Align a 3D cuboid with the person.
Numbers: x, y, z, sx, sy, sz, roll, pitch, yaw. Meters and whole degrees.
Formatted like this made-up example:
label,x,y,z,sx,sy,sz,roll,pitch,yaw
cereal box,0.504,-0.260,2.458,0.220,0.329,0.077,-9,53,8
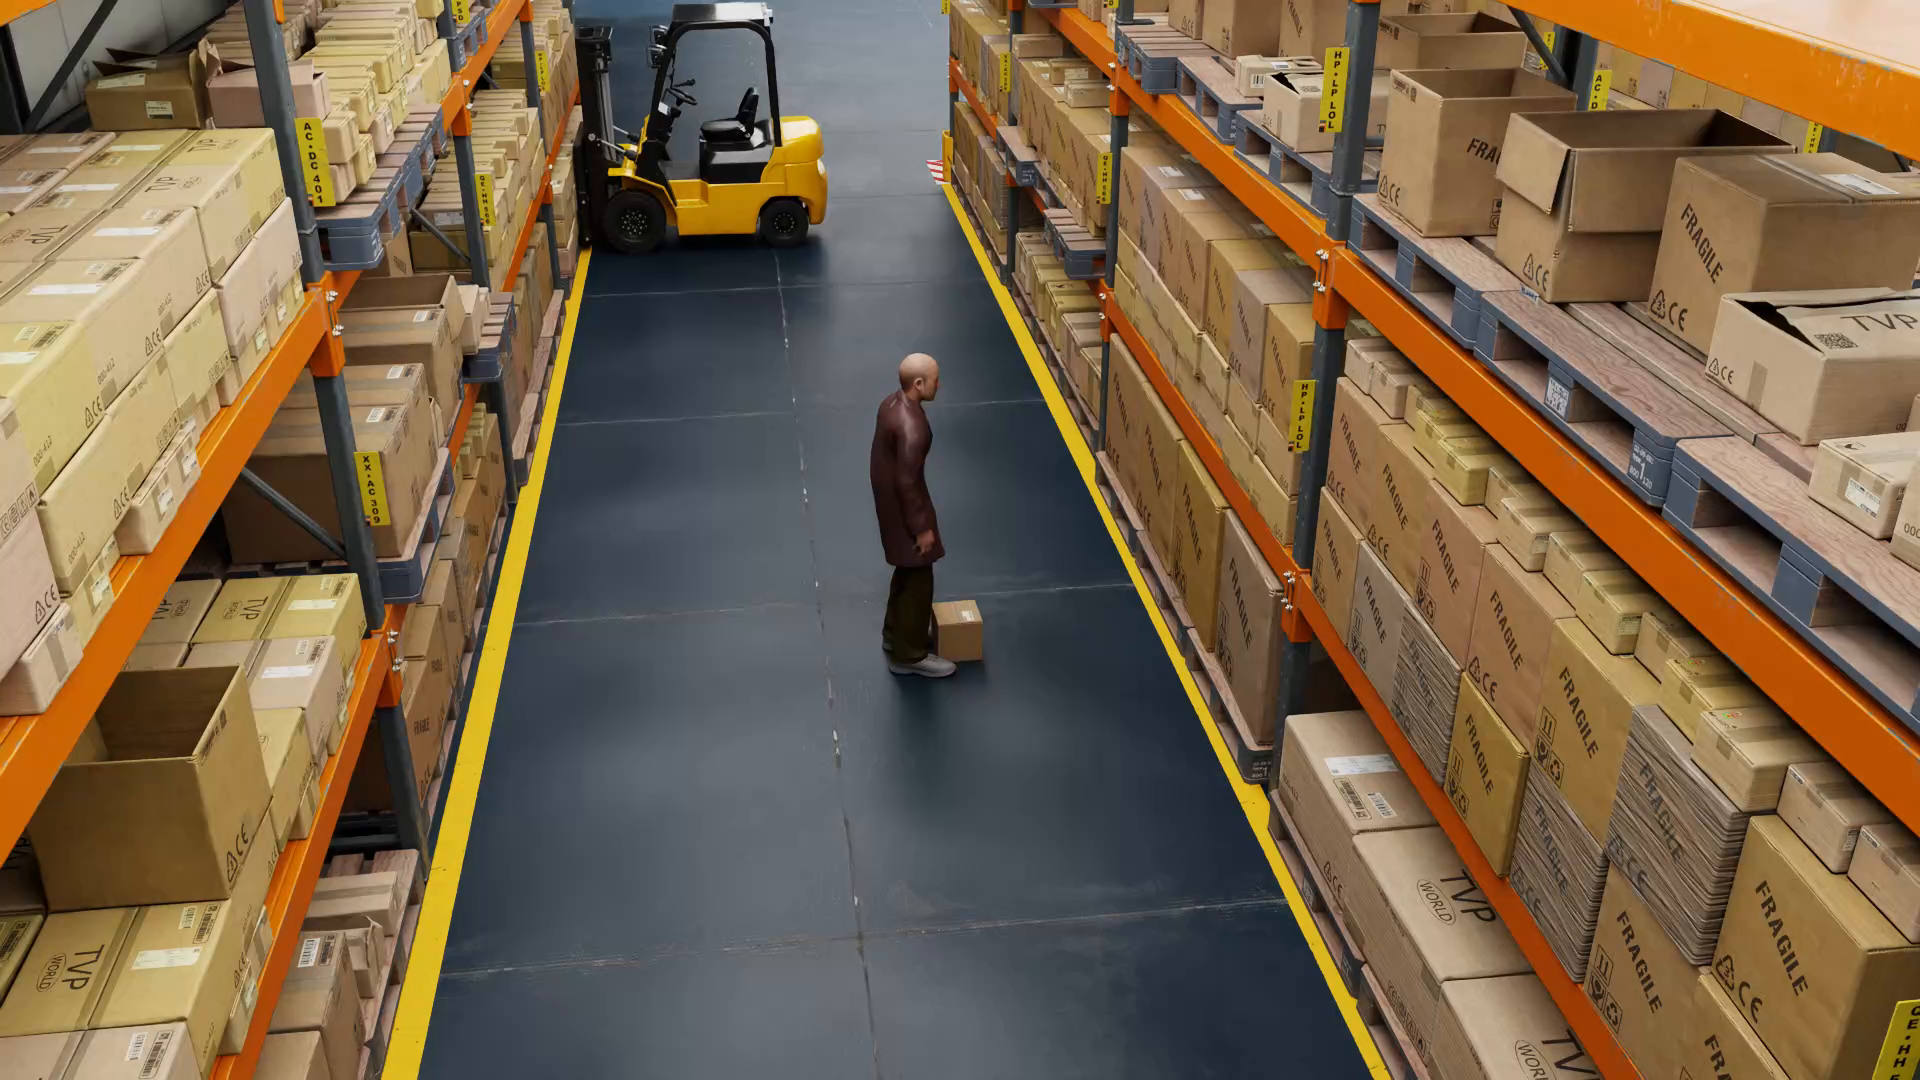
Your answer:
label,x,y,z,sx,sy,sz,roll,pitch,yaw
person,-0.263,-0.151,8.933,0.419,1.774,0.645,-4,27,-7
